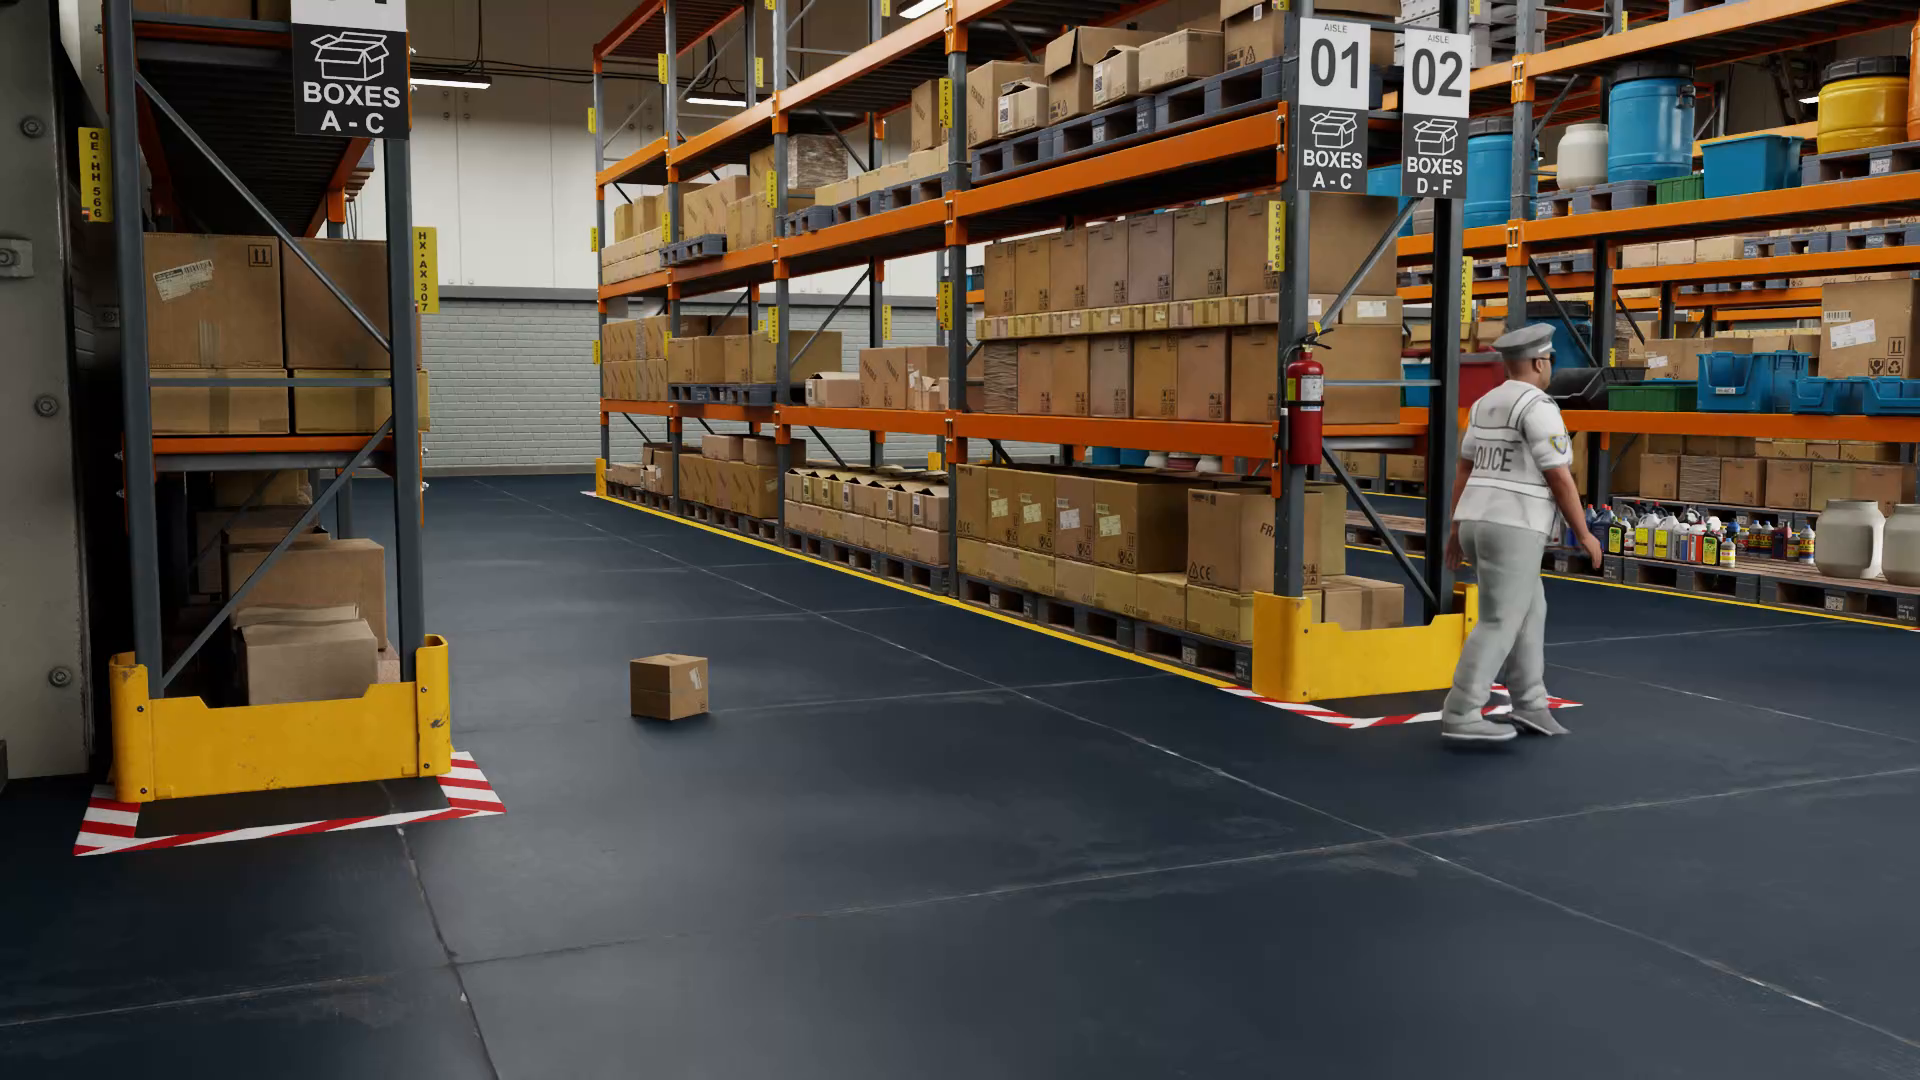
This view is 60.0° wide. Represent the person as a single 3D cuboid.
[{"bbox_3d":[2.329,0.001,6.975,0.740,1.806,0.574,-1,5,-11],"label":"person"}]
